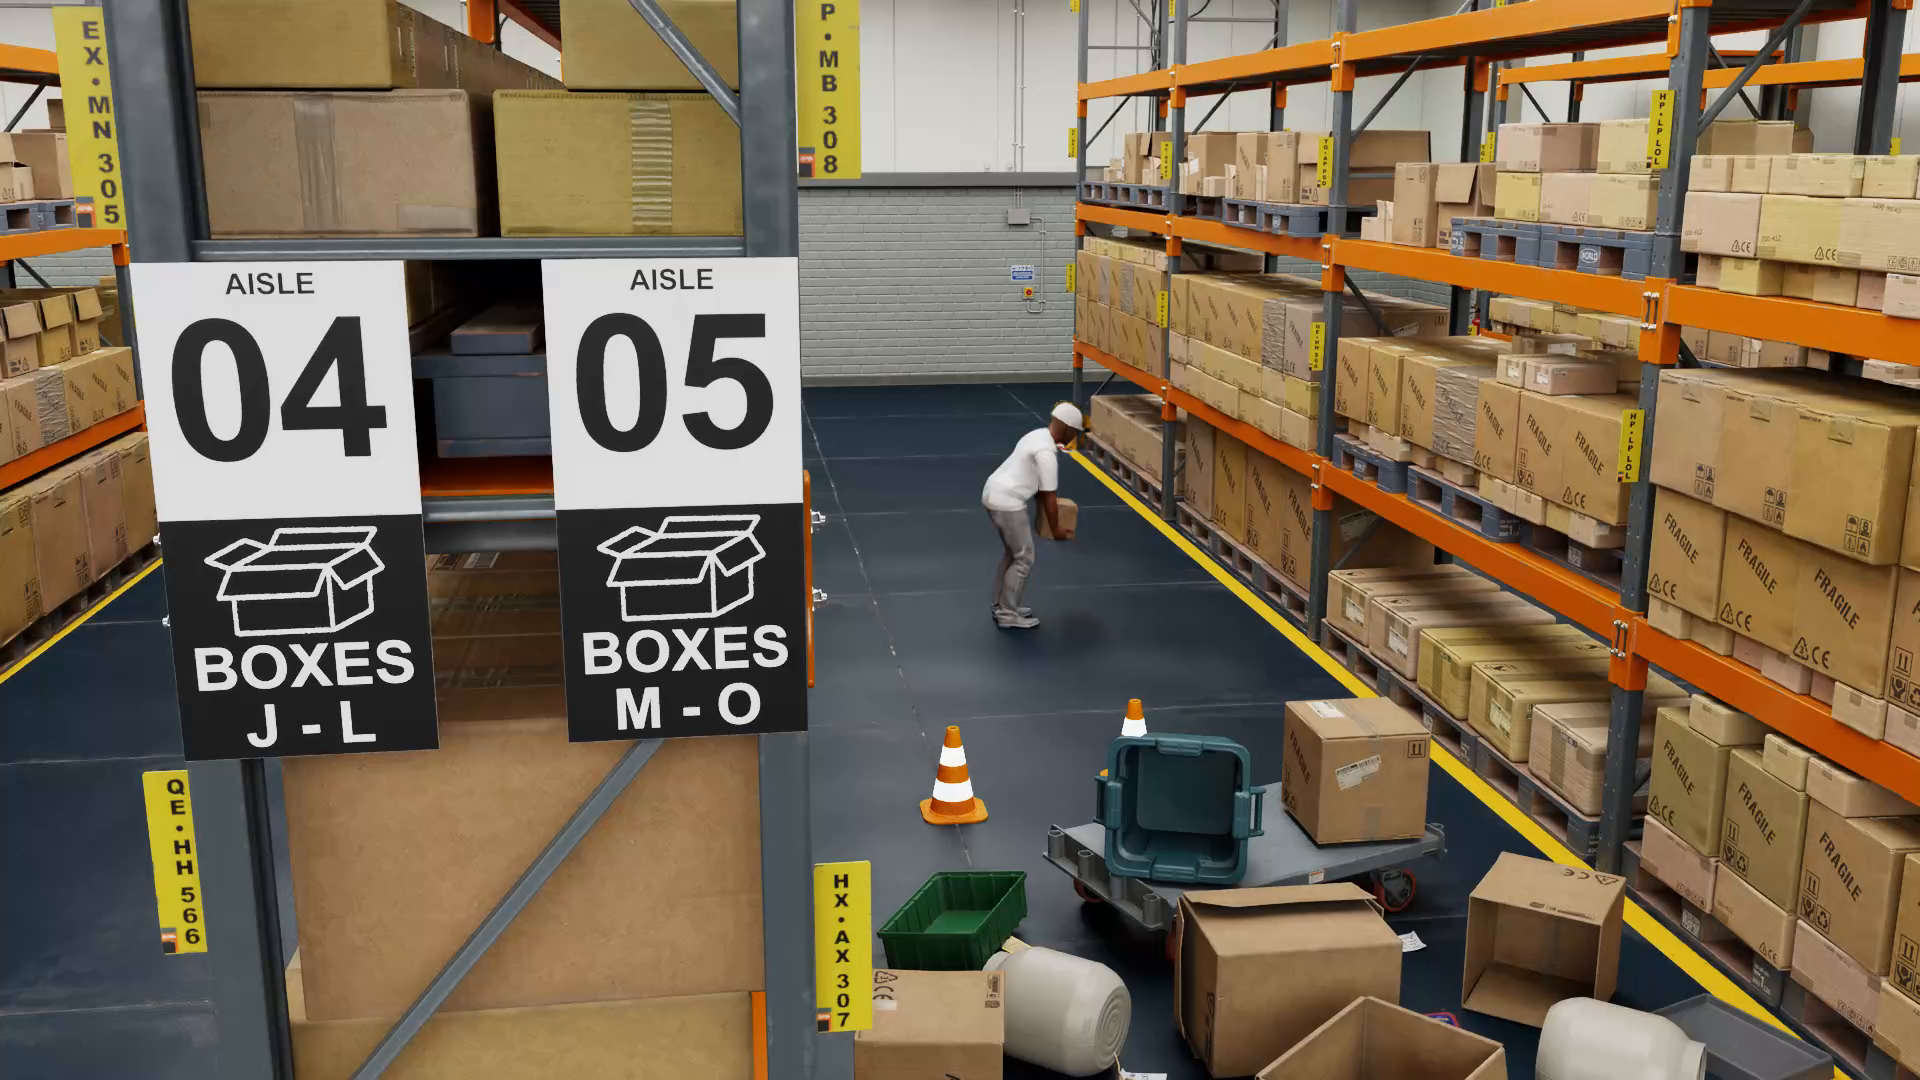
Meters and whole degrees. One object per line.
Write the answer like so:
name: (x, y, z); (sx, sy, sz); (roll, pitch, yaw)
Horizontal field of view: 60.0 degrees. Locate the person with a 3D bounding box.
person: (0.538, -0.191, 12.097); (0.750, 1.608, 0.480); (-2, 13, -9)
